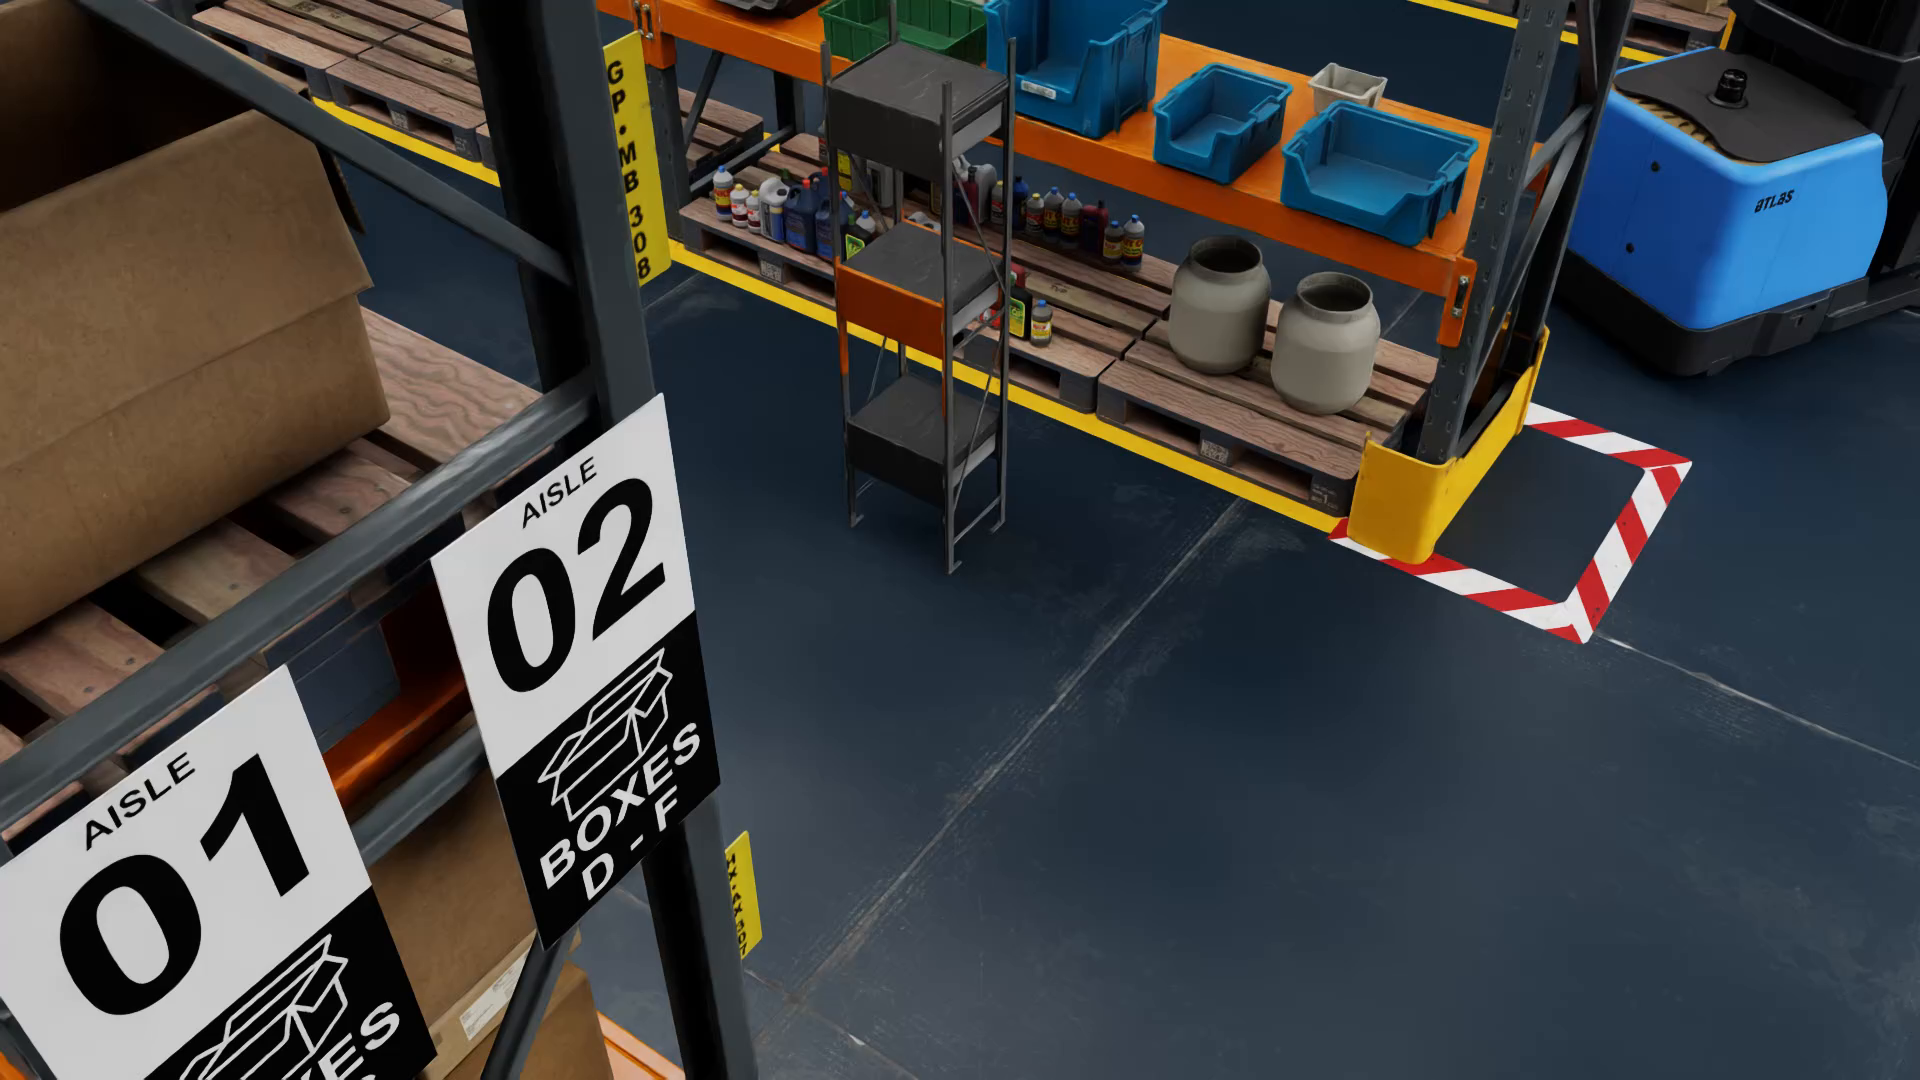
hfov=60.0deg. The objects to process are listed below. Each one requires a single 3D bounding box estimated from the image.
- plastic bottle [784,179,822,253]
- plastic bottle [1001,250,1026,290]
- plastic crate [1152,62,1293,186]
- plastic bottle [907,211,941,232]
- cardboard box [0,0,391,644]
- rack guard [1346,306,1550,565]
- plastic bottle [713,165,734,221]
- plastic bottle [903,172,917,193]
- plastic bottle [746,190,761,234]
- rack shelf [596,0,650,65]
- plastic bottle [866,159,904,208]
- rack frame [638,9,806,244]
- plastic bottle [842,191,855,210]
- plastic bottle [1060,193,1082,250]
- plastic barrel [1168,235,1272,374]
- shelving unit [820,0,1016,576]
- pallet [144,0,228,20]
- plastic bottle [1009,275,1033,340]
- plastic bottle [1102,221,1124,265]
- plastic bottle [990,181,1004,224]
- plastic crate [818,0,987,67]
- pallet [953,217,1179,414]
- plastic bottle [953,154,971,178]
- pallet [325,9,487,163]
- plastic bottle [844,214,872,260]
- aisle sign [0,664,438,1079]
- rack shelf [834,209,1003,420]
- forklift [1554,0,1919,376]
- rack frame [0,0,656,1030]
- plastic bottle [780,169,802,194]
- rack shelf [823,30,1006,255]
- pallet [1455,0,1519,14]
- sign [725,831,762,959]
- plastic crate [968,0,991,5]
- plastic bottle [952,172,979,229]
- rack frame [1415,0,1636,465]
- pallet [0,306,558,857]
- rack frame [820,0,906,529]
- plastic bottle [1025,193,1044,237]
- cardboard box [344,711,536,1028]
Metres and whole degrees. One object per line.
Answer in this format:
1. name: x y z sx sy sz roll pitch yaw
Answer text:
1. plastic bottle: -0.737 -1.556 7.896 0.185 0.351 0.144 26 48 26
2. plastic bottle: 0.230 -1.169 7.514 0.133 0.283 0.061 25 48 25
3. plastic crate: 1.005 -1.608 6.409 0.408 0.251 0.499 25 48 25
4. plastic bottle: -0.170 -1.384 7.759 0.135 0.276 0.152 25 48 25
5. cardboard box: -1.200 -0.268 2.053 0.637 0.503 0.797 28 49 28
6. rack guard: 2.026 -0.455 6.884 0.348 0.500 1.175 25 48 25
7. plastic bottle: -1.151 -1.701 8.117 0.097 0.271 0.097 0 42 0
8. plastic bottle: -0.310 -1.929 8.313 0.185 0.351 0.144 23 47 23
9. plastic bottle: -0.984 -1.597 8.054 0.097 0.201 0.097 0 42 0
10. rack shelf: -2.797 -3.412 8.854 4.000 0.370 1.077 25 48 25
11. plastic bottle: -0.375 -1.811 8.237 0.135 0.276 0.152 25 48 25
12. rack frame: -1.160 -2.915 7.758 0.127 3.000 1.000 25 48 25
13. plastic bottle: -0.549 -1.537 7.934 0.097 0.271 0.097 0 42 0
14. plastic bottle: 0.529 -1.526 7.922 0.097 0.271 0.097 0 42 0
15. plastic barrel: 1.122 -1.015 7.185 0.421 0.512 0.421 0 42 0
16. shelving unit: -0.136 -0.846 6.121 0.503 2.100 0.431 25 48 25
17. pallet: -5.104 -3.686 10.711 1.213 0.211 1.003 25 48 25
18. plastic bottle: 0.253 -1.034 7.363 0.133 0.283 0.061 26 48 26
19. plastic bottle: 0.725 -1.408 7.843 0.097 0.201 0.097 0 42 0
20. plastic bottle: 0.197 -1.655 8.119 0.097 0.201 0.097 0 42 0
21. plastic crate: -0.211 -2.162 7.076 0.662 0.188 0.450 25 48 25
22. pallet: 0.369 -1.129 7.853 1.213 0.211 1.003 25 48 25
23. plastic bottle: -0.046 -1.805 8.175 0.185 0.351 0.144 25 47 25
24. pallet: -2.828 -2.622 9.522 1.213 0.211 1.003 25 48 25
25. plastic bottle: -0.472 -1.373 7.742 0.133 0.283 0.061 27 48 27
26. aisle sign: -0.847 0.536 1.952 0.004 0.787 0.394 25 48 25
27. rack shelf: -0.136 -0.836 6.130 0.480 0.518 0.431 25 48 25
28. forklift: 4.337 -2.509 7.356 3.031 2.935 1.130 -18 45 -19
29. rack frame: -0.732 -0.916 1.025 0.127 3.000 1.000 25 48 25
30. plastic bottle: -0.810 -1.655 8.057 0.133 0.283 0.061 25 48 25
31. rack shelf: -0.136 -1.357 5.663 0.480 0.518 0.431 25 48 25
32. pallet: 3.257 -3.875 10.922 1.213 0.211 1.003 25 48 25
33. sign: -0.409 0.667 3.047 0.005 0.325 0.100 25 48 25
34. plastic crate: 0.315 -2.333 7.306 0.437 0.136 0.530 25 48 25
35. plastic bottle: 0.024 -1.657 8.060 0.133 0.283 0.061 25 48 25
36. rack frame: 2.115 -1.383 6.046 0.127 3.000 1.000 25 48 25
37. pallet: -1.296 -0.050 2.373 1.213 0.211 1.003 25 48 25
38. rack frame: -0.335 -0.939 6.225 0.015 2.100 0.400 25 48 25
39. plastic bottle: 0.366 -1.576 8.031 0.097 0.201 0.097 0 42 0
40. cardboard box: -1.151 0.593 2.790 0.500 0.500 0.700 25 48 25
